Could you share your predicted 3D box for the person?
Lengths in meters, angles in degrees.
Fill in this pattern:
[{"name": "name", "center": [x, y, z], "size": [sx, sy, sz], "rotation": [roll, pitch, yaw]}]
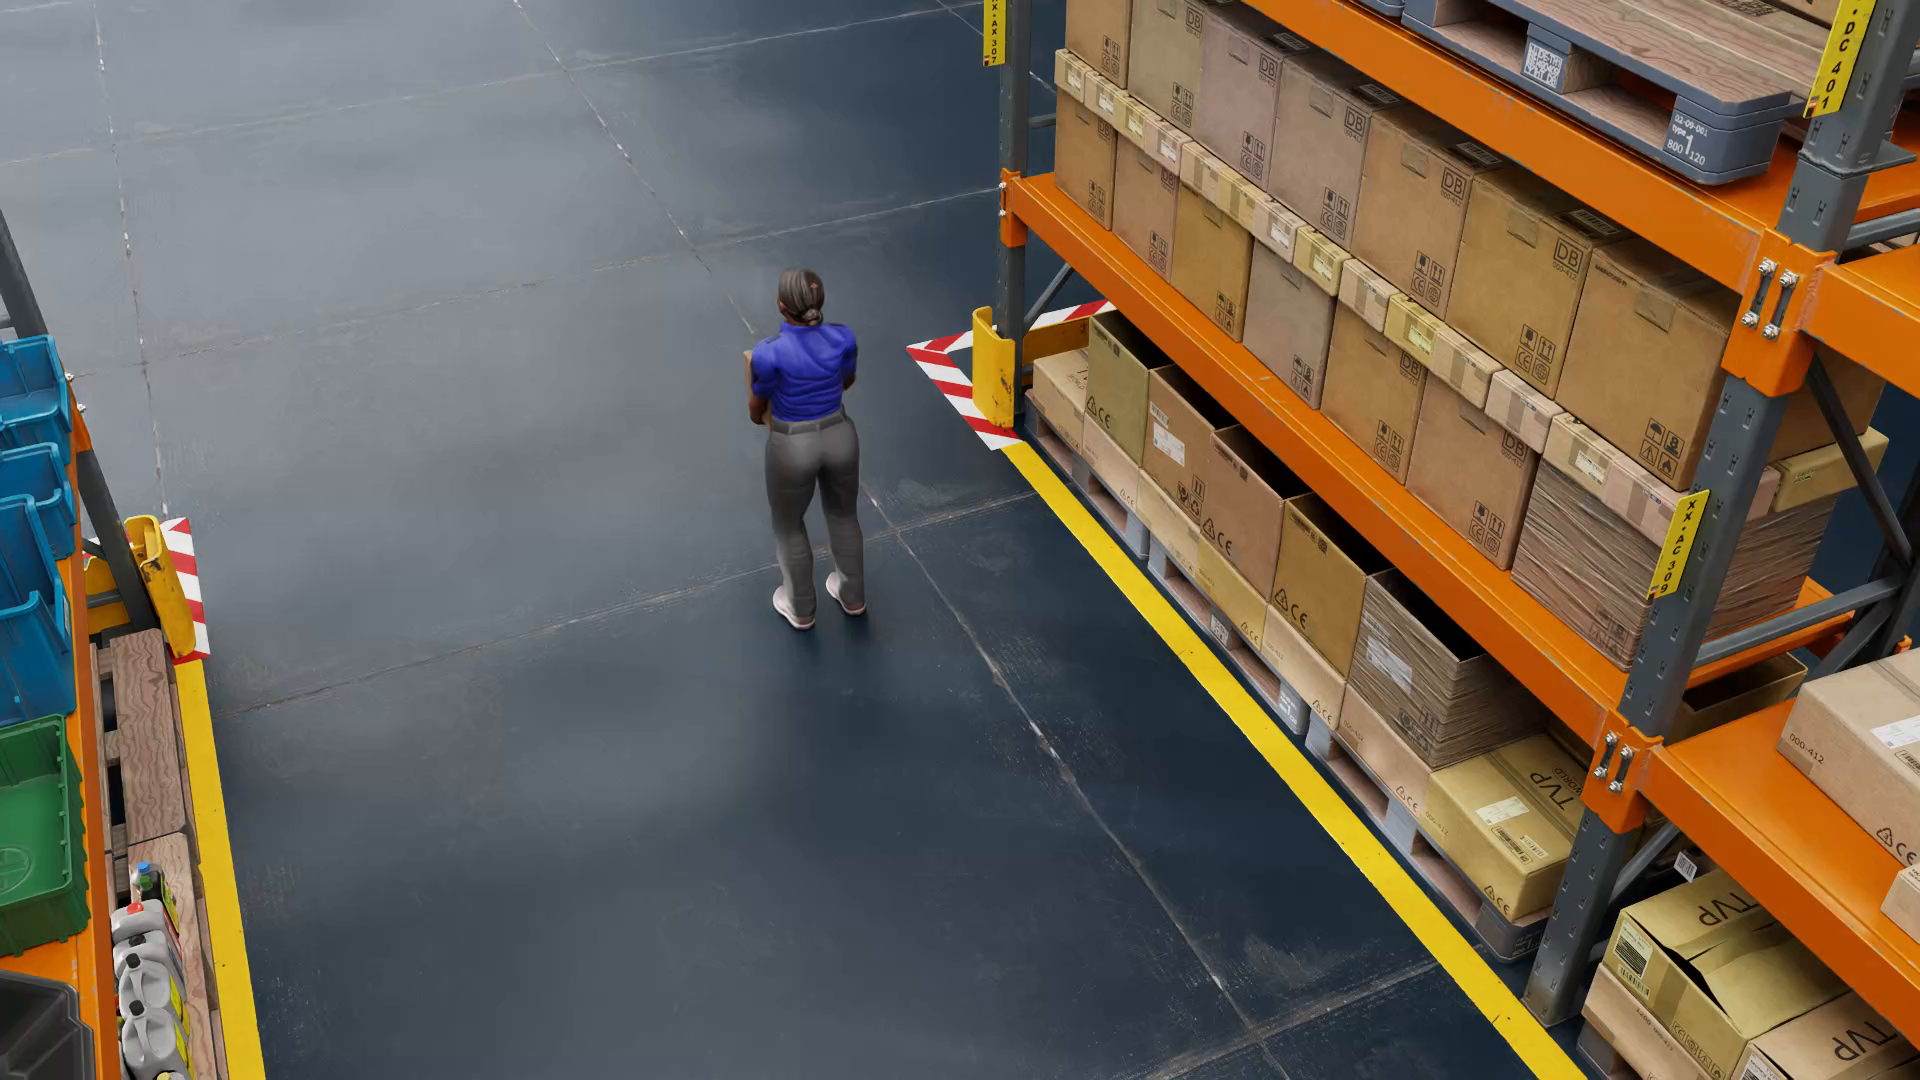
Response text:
[{"name": "person", "center": [-0.631, -0.408, 6.695], "size": [0.445, 1.656, 0.497], "rotation": [-16, 40, -20]}]
